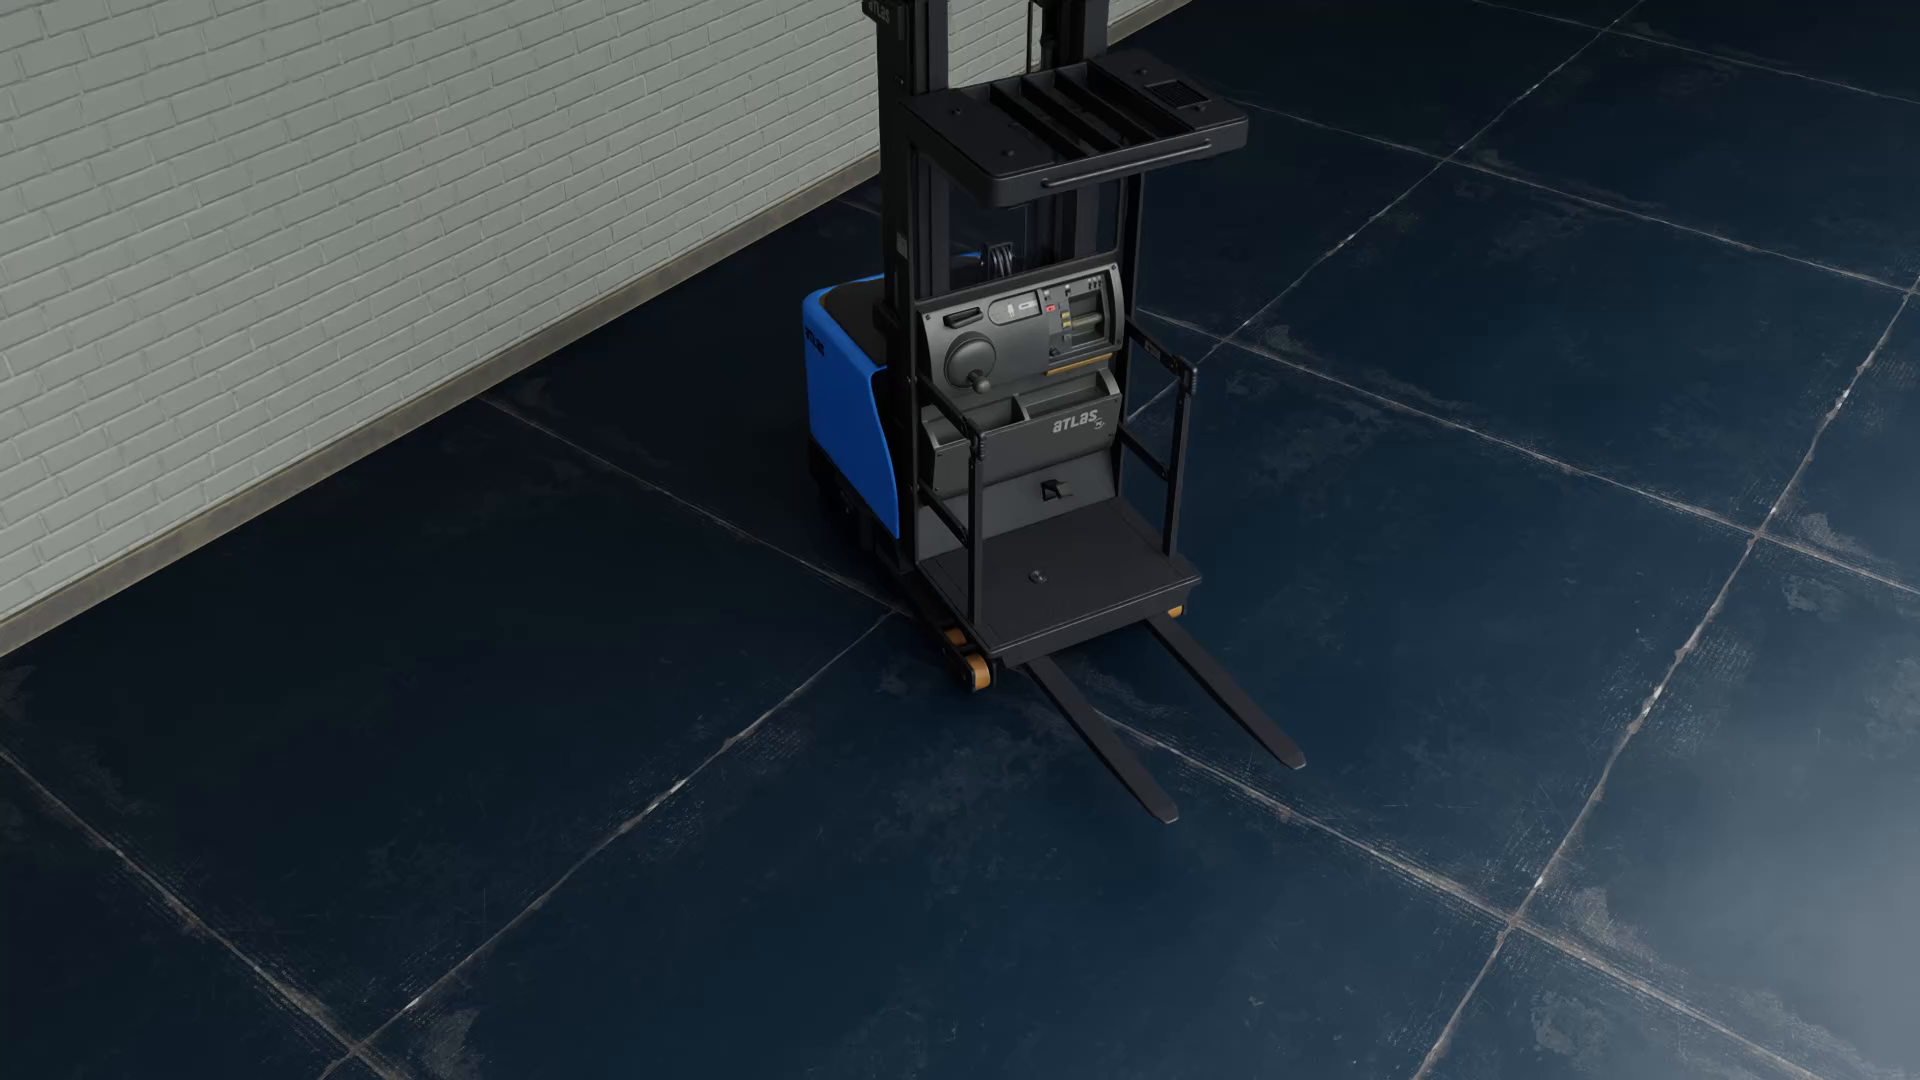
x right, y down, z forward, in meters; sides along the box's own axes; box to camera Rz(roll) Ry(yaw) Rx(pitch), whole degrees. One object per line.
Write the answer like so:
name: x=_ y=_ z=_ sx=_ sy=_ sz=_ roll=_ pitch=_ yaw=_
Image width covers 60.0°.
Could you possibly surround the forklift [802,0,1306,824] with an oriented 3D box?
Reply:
forklift: x=0.373 y=-0.813 z=6.772 sx=1.130 sy=2.935 sz=3.031 roll=-18 pitch=42 yaw=-22
